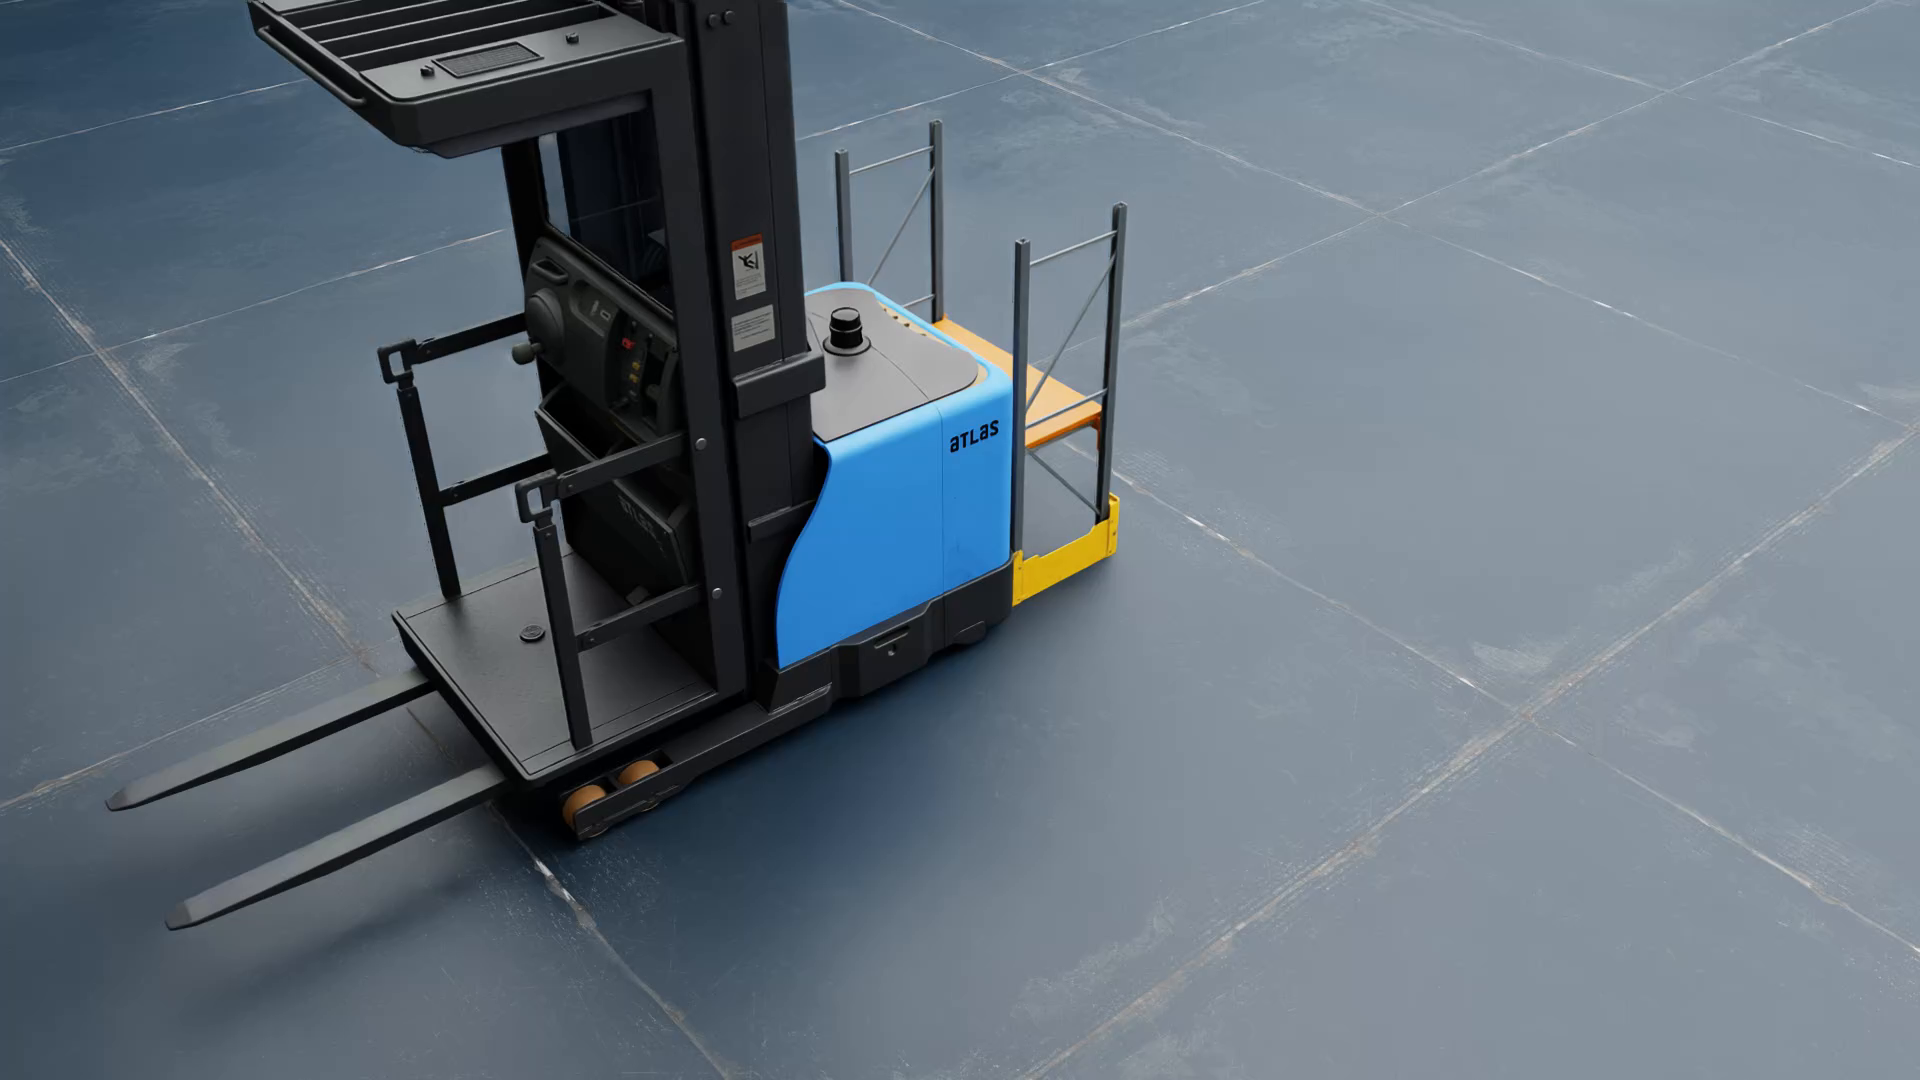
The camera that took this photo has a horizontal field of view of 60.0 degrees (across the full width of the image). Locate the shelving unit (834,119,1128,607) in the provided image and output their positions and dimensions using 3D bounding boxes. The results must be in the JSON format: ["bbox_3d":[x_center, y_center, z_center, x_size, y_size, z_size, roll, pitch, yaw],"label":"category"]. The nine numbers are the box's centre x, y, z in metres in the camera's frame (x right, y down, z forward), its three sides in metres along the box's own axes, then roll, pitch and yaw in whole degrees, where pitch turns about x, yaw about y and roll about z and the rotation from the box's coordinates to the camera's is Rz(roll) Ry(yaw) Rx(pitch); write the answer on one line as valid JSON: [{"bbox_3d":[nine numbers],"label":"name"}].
[{"bbox_3d":[0.065,-0.697,6.436,0.587,1.500,1.083,-26,43,-32],"label":"shelving unit"}]

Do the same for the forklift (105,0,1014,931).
[{"bbox_3d":[-1.278,-0.580,5.033,3.031,2.935,1.130,-24,42,-30],"label":"forklift"}]

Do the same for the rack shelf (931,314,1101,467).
[{"bbox_3d":[0.059,-0.554,6.546,0.538,0.185,1.000,-26,43,-32],"label":"rack shelf"}]

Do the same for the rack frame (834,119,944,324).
[{"bbox_3d":[-0.268,-0.926,6.759,0.500,1.500,0.032,-26,43,-32],"label":"rack frame"}]

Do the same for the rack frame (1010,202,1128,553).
[{"bbox_3d":[0.385,-0.475,6.124,0.500,1.500,0.032,-26,43,-32],"label":"rack frame"}]

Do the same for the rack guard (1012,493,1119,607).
[{"bbox_3d":[0.385,0.034,6.486,0.587,0.250,0.087,-26,43,-32],"label":"rack guard"}]
